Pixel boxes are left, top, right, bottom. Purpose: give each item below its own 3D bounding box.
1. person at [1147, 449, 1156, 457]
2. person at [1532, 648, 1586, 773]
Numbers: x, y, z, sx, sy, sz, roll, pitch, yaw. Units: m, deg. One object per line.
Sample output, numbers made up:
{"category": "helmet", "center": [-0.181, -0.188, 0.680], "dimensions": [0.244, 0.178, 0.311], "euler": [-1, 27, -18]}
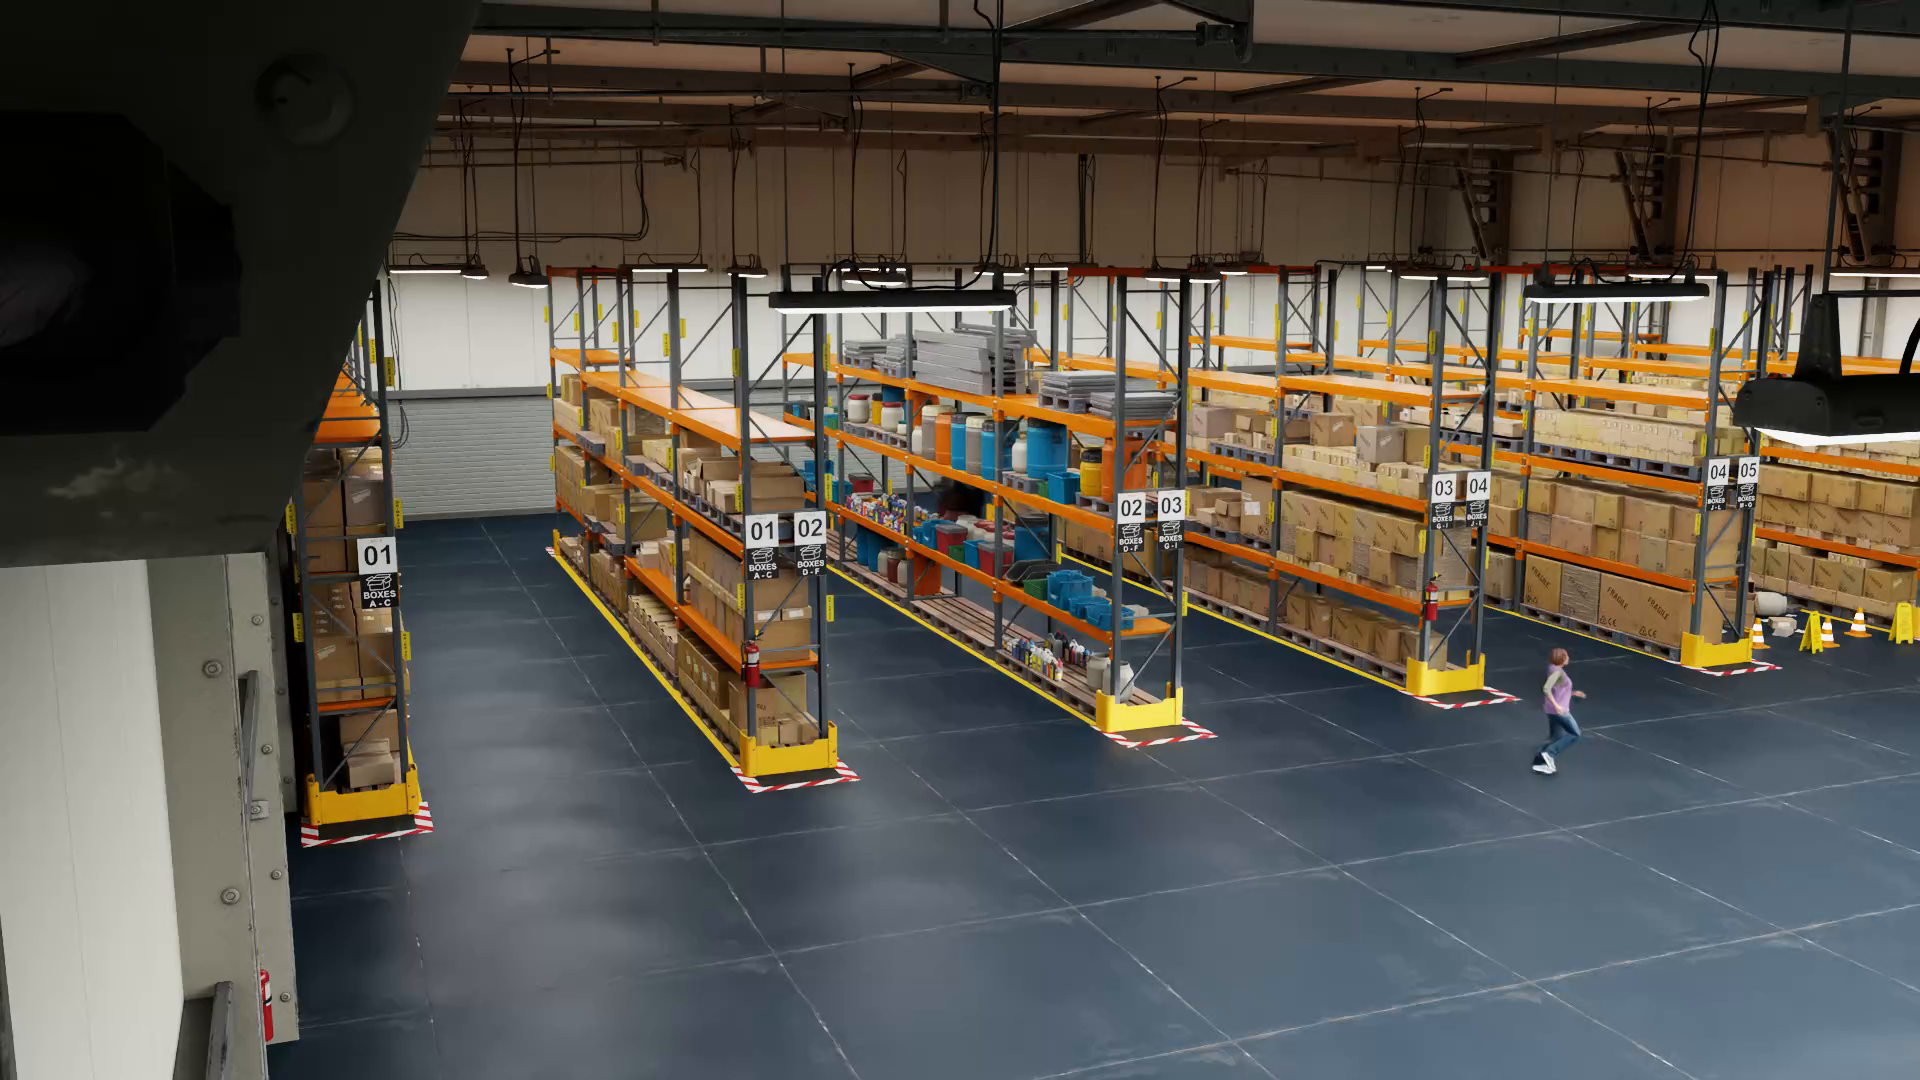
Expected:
{"category": "person", "center": [4.692, -1.594, 41.125], "dimensions": [0.857, 1.619, 0.603], "euler": [8, 13, 38]}
{"category": "person", "center": [7.287, 2.085, 20.184], "dimensions": [0.591, 1.550, 0.522], "euler": [1, 10, 7]}
